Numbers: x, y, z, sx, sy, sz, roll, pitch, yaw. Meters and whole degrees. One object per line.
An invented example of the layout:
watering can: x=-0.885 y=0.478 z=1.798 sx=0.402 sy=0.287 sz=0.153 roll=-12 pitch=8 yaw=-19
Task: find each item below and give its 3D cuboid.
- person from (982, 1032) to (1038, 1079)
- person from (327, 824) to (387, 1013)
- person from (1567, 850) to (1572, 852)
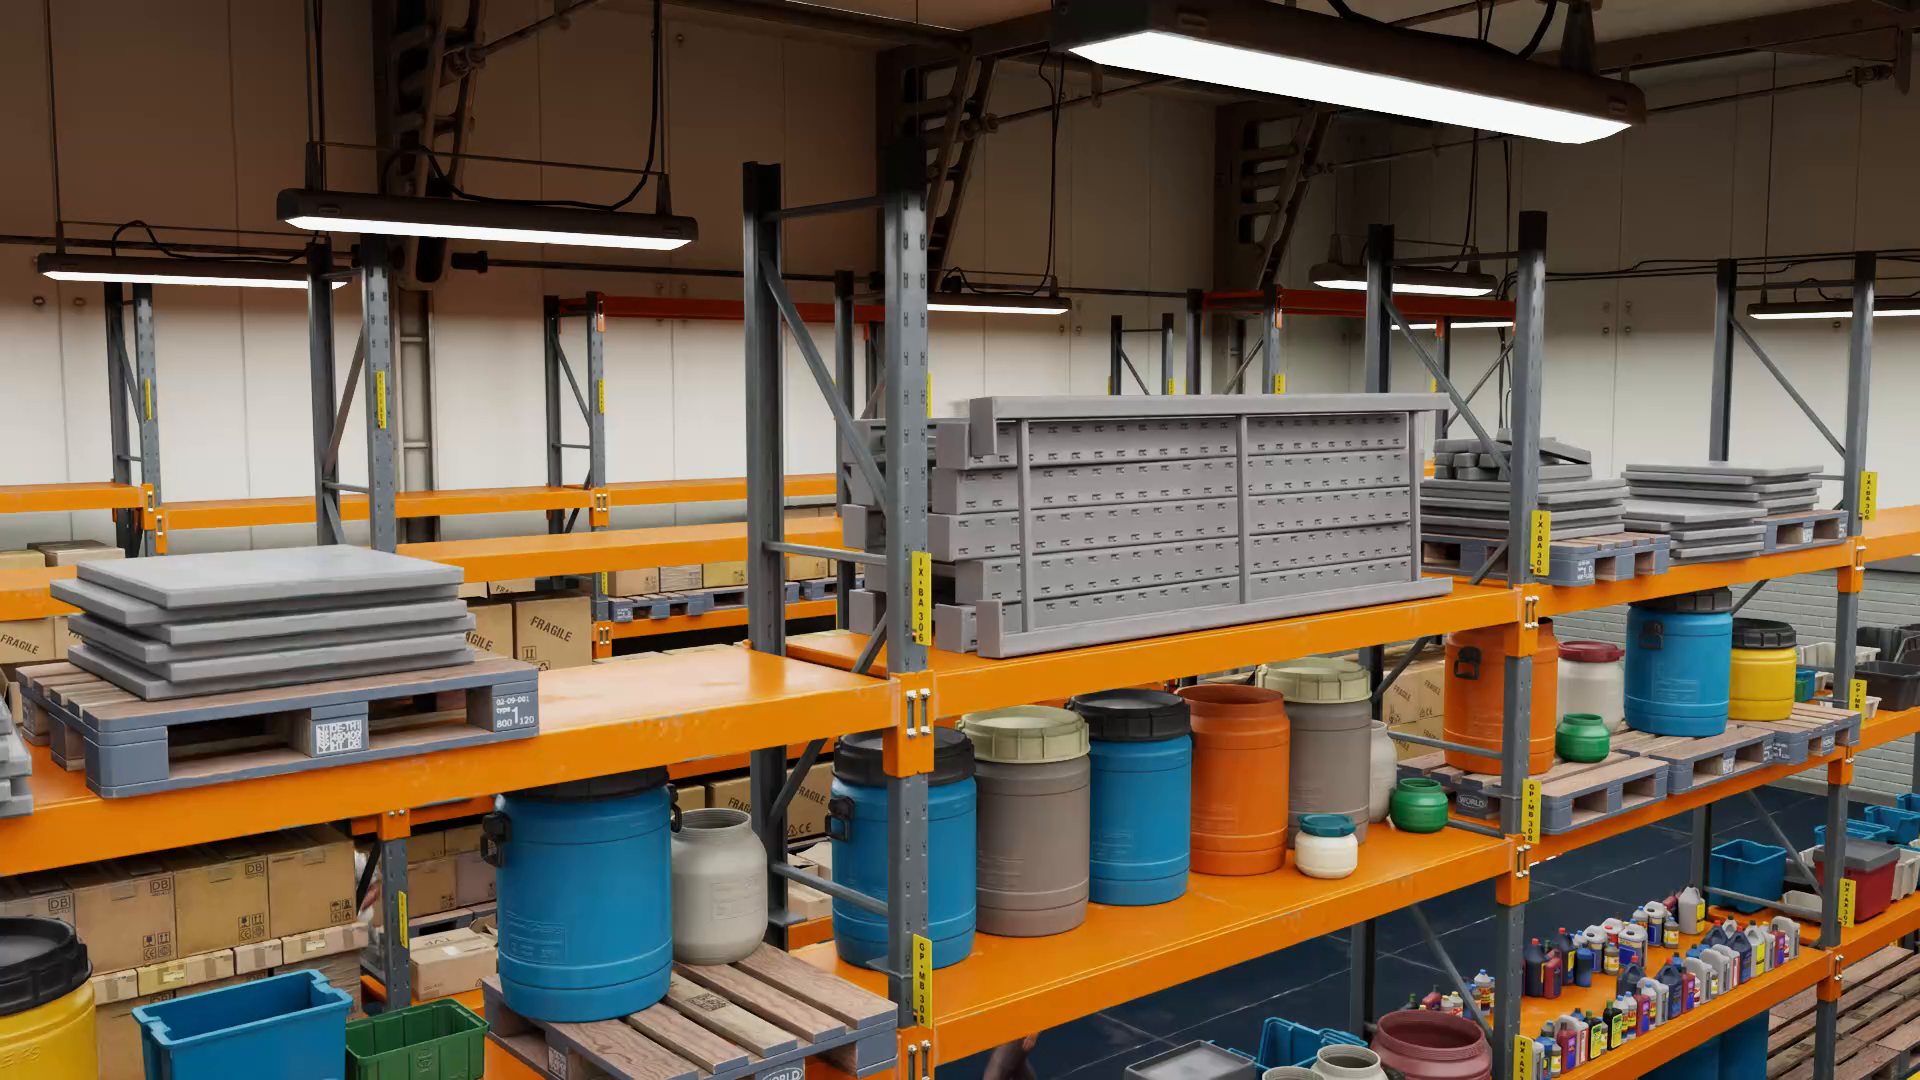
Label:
person: x=0.291 y=3.294 z=11.184 sx=0.853 sy=1.656 sz=0.718 roll=-3 pitch=6 yaw=-28
person: x=-4.884 y=3.067 z=13.163 sx=0.714 sy=1.716 sz=0.786 roll=0 pitch=6 yaw=-2
person: x=6.801 y=2.616 z=18.558 sx=0.654 sy=1.609 sz=1.061 roll=2 pitch=6 yaw=17
